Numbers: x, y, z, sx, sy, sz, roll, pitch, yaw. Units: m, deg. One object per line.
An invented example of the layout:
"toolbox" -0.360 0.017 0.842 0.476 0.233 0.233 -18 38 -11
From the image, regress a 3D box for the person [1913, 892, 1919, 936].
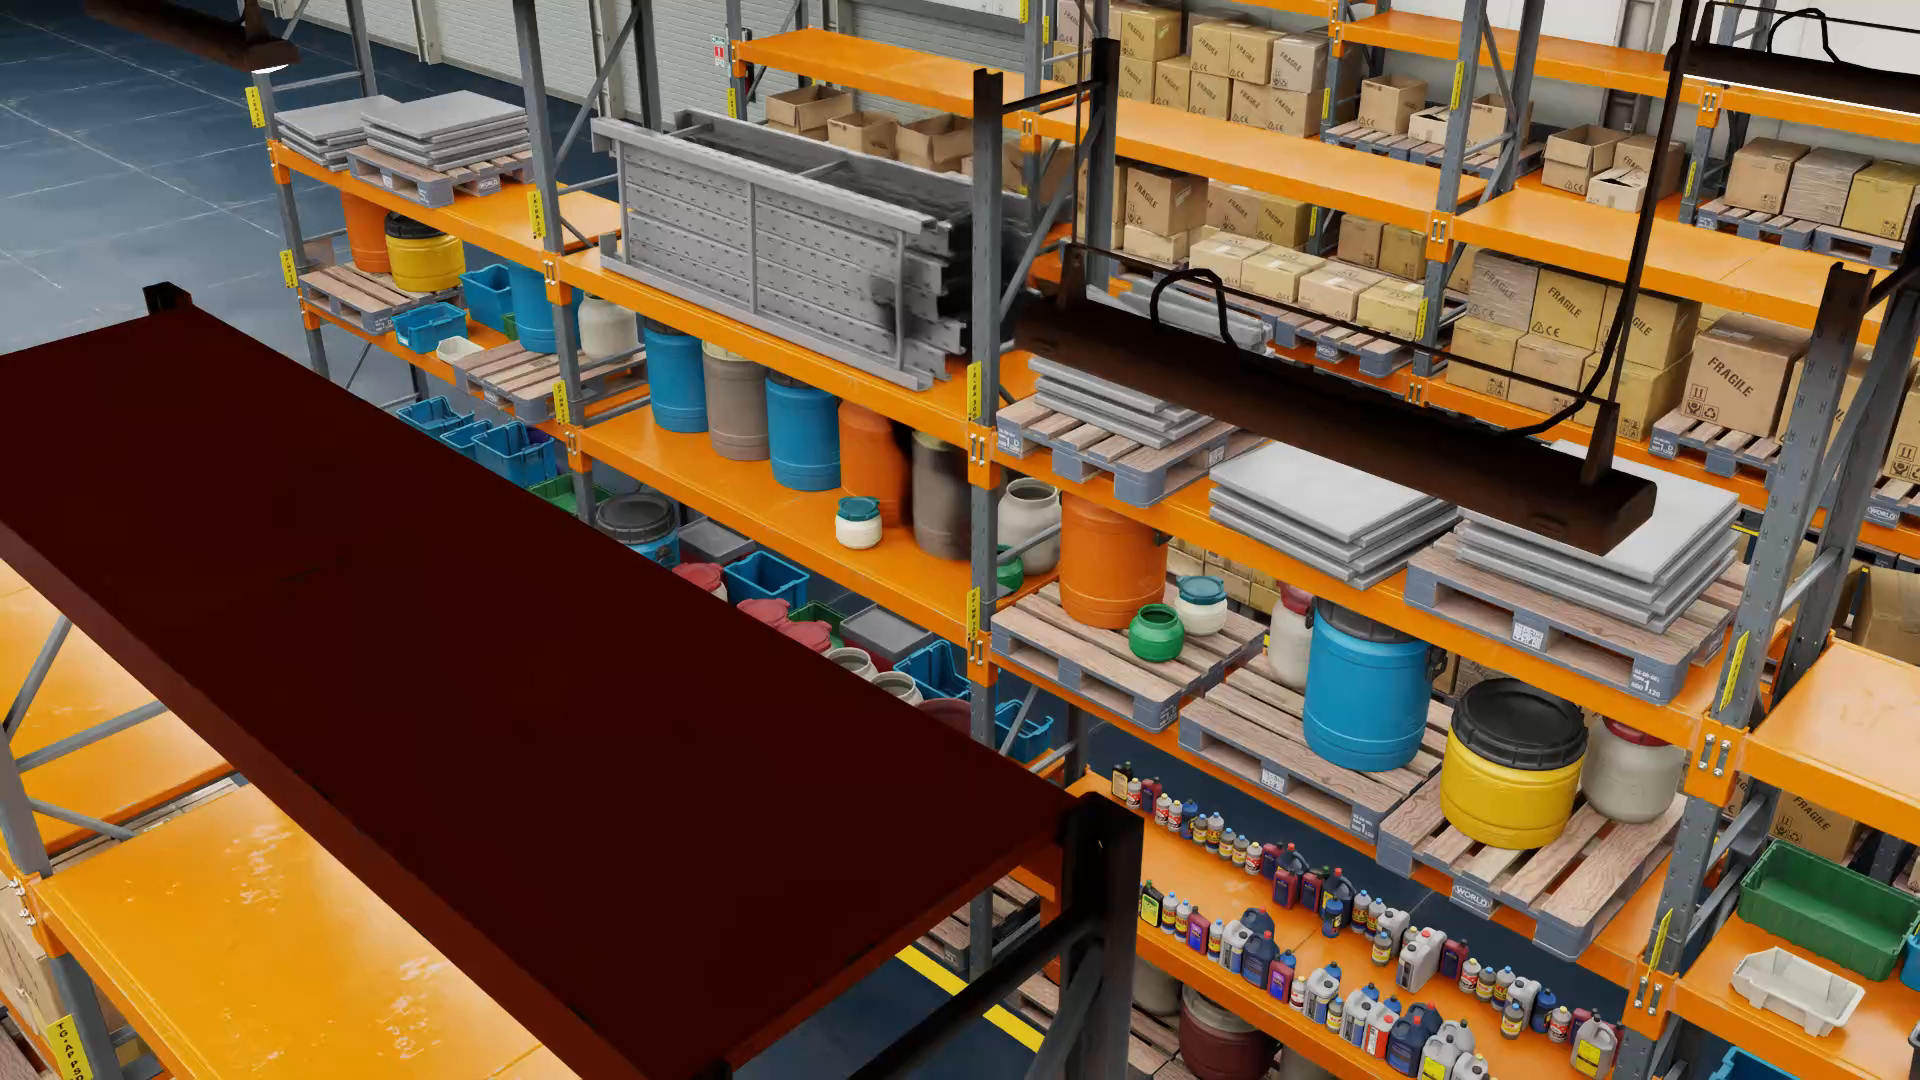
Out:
"person" 5.651 2.566 9.975 0.628 1.700 0.557 18 34 29

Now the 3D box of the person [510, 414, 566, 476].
"person" -4.252 -1.060 16.546 0.544 1.590 0.640 14 32 23
